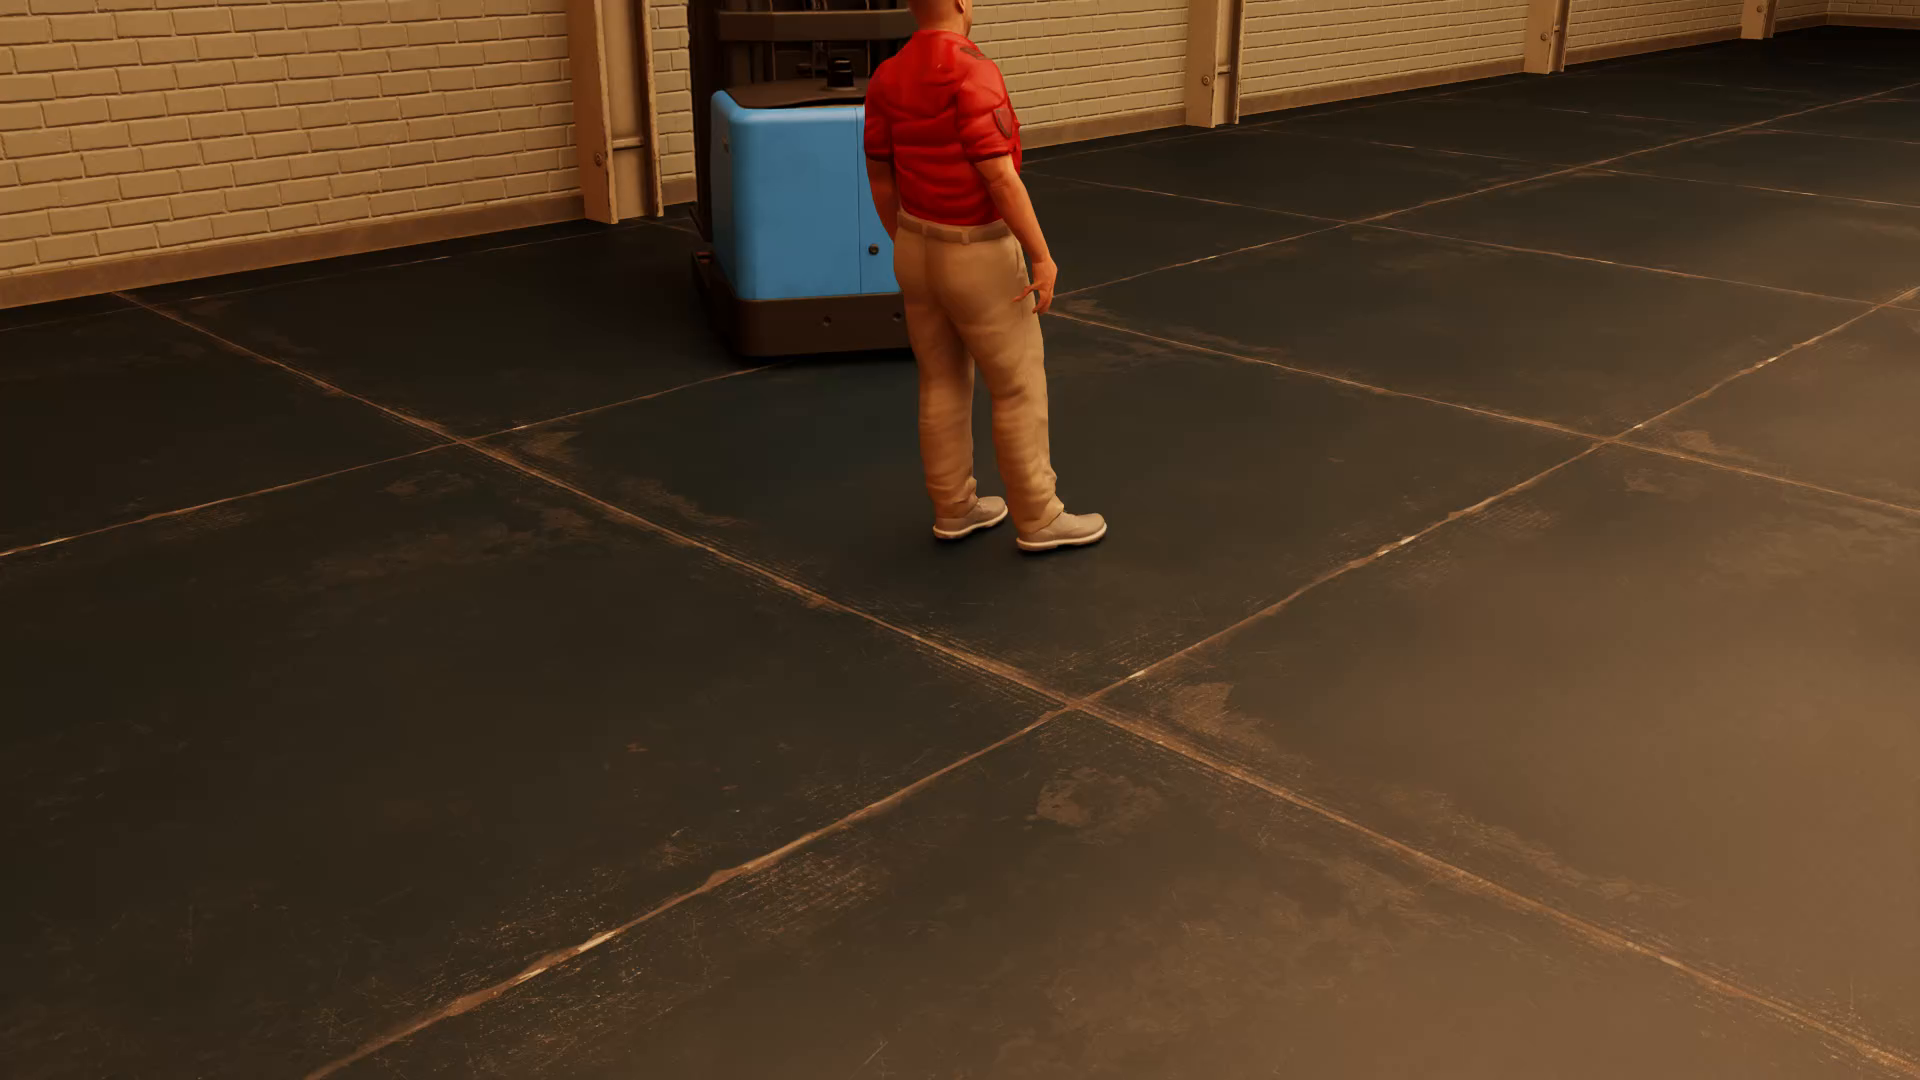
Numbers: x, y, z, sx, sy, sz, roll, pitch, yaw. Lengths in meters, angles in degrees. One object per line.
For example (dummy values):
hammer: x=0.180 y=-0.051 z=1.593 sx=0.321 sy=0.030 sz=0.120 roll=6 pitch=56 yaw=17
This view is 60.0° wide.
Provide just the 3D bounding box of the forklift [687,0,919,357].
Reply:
forklift: x=-0.768 y=-2.641 z=7.918 sx=1.130 sy=2.935 sz=3.031 roll=-5 pitch=22 yaw=-13

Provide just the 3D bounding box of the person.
person: x=0.072 y=-0.830 z=4.952 sx=0.640 sy=1.727 sz=0.551 roll=20 pitch=29 yaw=41
